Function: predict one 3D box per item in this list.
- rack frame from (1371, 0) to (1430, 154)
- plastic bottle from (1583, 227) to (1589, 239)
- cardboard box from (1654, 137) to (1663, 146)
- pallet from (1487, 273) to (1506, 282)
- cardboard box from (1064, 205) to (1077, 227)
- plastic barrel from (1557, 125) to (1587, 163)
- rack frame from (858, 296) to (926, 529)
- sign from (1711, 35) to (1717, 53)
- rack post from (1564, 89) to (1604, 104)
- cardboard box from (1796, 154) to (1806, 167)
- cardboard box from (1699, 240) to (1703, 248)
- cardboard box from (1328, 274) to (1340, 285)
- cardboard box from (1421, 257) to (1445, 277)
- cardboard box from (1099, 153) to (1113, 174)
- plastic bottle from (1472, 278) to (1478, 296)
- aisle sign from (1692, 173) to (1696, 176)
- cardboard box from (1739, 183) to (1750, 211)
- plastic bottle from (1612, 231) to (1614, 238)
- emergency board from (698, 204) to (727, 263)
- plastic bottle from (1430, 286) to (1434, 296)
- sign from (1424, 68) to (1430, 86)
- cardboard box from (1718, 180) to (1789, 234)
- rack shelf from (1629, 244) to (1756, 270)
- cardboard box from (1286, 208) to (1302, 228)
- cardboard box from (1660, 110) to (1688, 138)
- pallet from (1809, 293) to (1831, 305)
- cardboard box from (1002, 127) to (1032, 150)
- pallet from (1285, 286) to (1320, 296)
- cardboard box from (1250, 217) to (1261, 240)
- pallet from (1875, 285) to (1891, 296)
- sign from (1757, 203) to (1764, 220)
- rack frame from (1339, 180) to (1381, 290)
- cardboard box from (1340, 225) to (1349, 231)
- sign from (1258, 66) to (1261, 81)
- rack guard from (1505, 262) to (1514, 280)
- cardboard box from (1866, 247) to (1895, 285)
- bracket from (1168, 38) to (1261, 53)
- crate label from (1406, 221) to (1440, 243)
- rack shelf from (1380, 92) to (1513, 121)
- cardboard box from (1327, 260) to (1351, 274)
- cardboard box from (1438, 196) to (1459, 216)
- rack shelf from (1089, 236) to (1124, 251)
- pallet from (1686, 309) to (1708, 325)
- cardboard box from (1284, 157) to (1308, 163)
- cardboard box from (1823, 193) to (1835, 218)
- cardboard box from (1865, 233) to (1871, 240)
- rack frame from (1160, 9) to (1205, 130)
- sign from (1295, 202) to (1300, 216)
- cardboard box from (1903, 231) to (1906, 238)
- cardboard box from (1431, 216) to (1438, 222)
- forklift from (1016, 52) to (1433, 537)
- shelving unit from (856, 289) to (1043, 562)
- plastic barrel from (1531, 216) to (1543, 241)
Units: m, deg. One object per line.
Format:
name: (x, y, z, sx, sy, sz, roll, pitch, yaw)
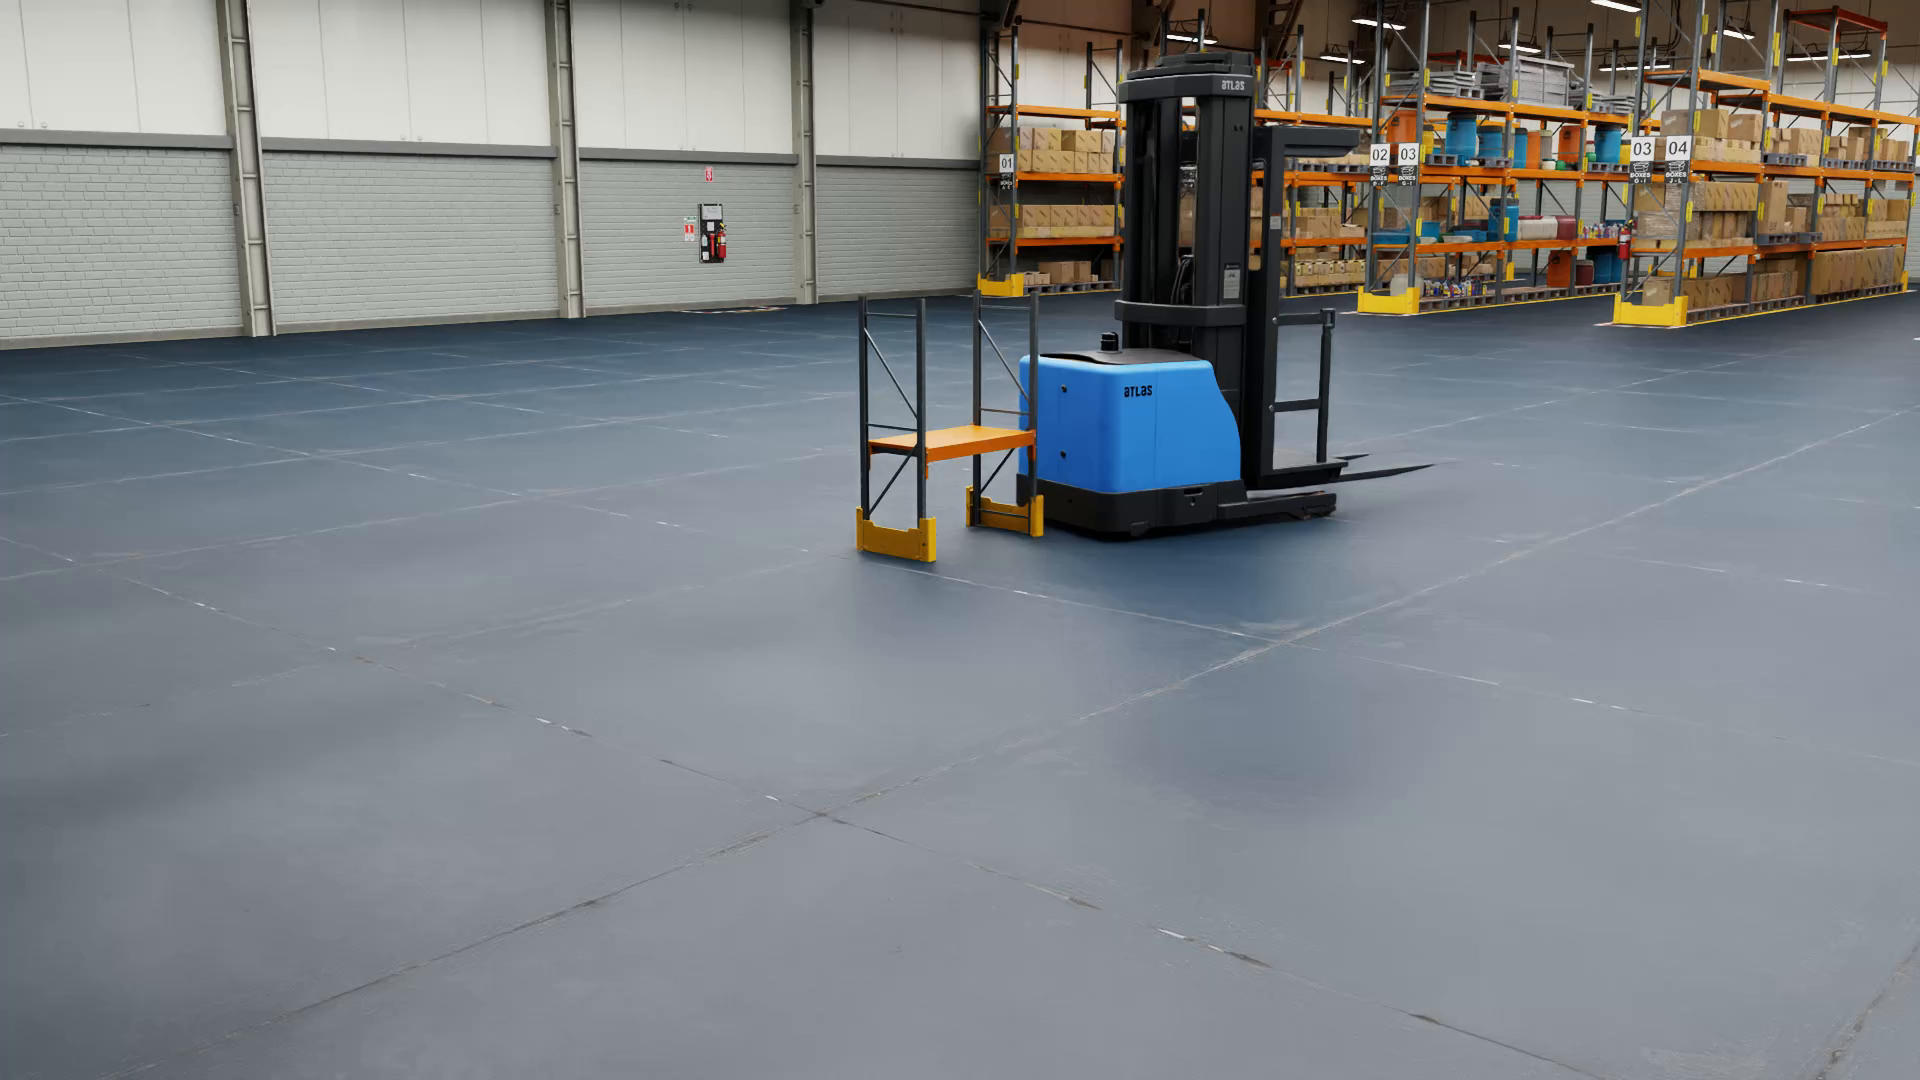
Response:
rack frame: (8.327, -8.834, 31.466, 1.000, 3.000, 0.127, 10, 15, 40)
plastic bottle: (14.442, -7.098, 38.409, 0.152, 0.276, 0.135, 10, 15, 40)
cardboard box: (11.996, -6.926, 28.936, 0.380, 0.149, 0.250, 10, 15, 40)
pallet: (14.594, -7.391, 46.678, 1.003, 0.211, 1.213, 10, 15, 40)
cardboard box: (2.437, -7.733, 39.685, 0.500, 0.500, 0.500, 10, 15, 42)
plastic barrel: (13.985, -9.040, 37.986, 0.600, 0.830, 0.708, 10, 15, 40)
rack frame: (-0.392, -0.648, 9.627, 0.500, 1.500, 0.032, 10, 15, 40)
sign: (14.267, -9.389, 31.454, 0.100, 0.325, 0.005, 10, 15, 40)
rack post: (14.055, -10.086, 37.927, 0.954, 0.300, 0.937, 10, 15, 40)
cardboard box: (16.548, -7.576, 33.210, 0.500, 0.250, 0.500, 10, 15, 42)
cardboard box: (12.920, -5.248, 29.471, 0.380, 0.149, 0.250, 10, 15, 40)
cardboard box: (8.716, -6.233, 39.707, 0.500, 0.250, 0.500, 10, 15, 41)
cardboard box: (12.419, -7.179, 43.755, 0.500, 0.500, 0.500, 10, 15, 40)
cardboard box: (3.376, -9.185, 40.574, 0.500, 0.500, 0.500, 10, 15, 42)
plastic bottle: (10.632, -5.237, 34.414, 0.144, 0.351, 0.185, 9, 14, 38)
aisle sign: (19.156, -9.494, 43.448, 0.394, 0.787, 0.004, 10, 15, 40)
cardboard box: (14.268, -6.350, 30.778, 0.500, 0.500, 0.500, 10, 15, 40)
plastic bottle: (15.512, -7.292, 39.570, 0.097, 0.201, 0.097, 0, 11, 0)
emergency board: (-4.923, -6.147, 33.327, 0.194, 1.169, 0.643, 10, 15, 40)
plastic bottle: (9.714, -5.132, 34.270, 0.097, 0.201, 0.097, 0, 11, 0)
sign: (8.737, -8.660, 31.127, 0.100, 0.325, 0.005, 10, 15, 40)
cardboard box: (15.317, -6.439, 32.189, 1.000, 1.000, 1.000, 10, 15, 41)
rack shelf: (13.368, -5.193, 30.391, 1.077, 0.370, 4.000, 10, 15, 40)
cardboard box: (9.177, -9.163, 47.666, 0.980, 0.700, 0.700, 10, 15, 41)
cardboard box: (12.880, -7.424, 29.771, 0.500, 0.500, 0.500, 10, 15, 40)
pallet: (17.905, -5.168, 35.545, 1.003, 0.211, 1.213, 10, 15, 40)
cardboard box: (1.322, -9.219, 38.190, 0.500, 0.500, 0.500, 8, 14, 36)
pallet: (7.706, -5.868, 39.050, 1.003, 0.211, 1.213, 10, 15, 40)
cardboard box: (6.283, -6.953, 37.109, 0.700, 0.500, 0.500, 10, 15, 41)
pallet: (21.335, -5.932, 39.372, 1.003, 0.211, 1.213, 10, 15, 40)
sign: (15.100, -6.196, 31.364, 0.100, 0.325, 0.005, 10, 15, 40)
rack frame: (9.889, -7.710, 41.156, 1.000, 3.000, 0.127, 10, 15, 40)
cardboard box: (9.153, -7.560, 40.631, 0.500, 0.311, 0.500, 10, 15, 40)
sign: (6.833, -10.629, 37.865, 0.100, 0.325, 0.005, 10, 15, 40)
rack guard: (15.120, -7.650, 47.238, 1.175, 0.500, 0.348, 10, 15, 40)
cardboard box: (21.646, -6.532, 39.607, 0.875, 0.875, 0.875, 10, 15, 40)
bracket: (6.899, -13.372, 44.996, 0.076, 0.066, 4.783, 10, 15, 40)
crate label: (9.339, -6.215, 33.581, 0.502, 0.435, 0.616, 10, 15, 40)
rack shelf: (9.647, -8.579, 33.049, 1.077, 0.370, 4.000, 10, 15, 40)
cardboard box: (9.055, -6.583, 40.027, 0.500, 0.311, 0.500, 10, 15, 40)
cardboard box: (13.052, -8.871, 44.159, 0.500, 0.500, 0.500, 10, 15, 42)
rack shelf: (4.846, -7.703, 42.957, 1.077, 0.370, 4.000, 10, 15, 40)
pallet: (12.660, -4.011, 29.752, 1.003, 0.211, 1.213, 10, 15, 40)
cardboard box: (7.663, -8.814, 38.337, 0.500, 0.250, 0.500, -10, 15, -42)
cardboard box: (18.255, -7.171, 35.639, 0.797, 0.503, 0.637, 10, 15, 42)
cardboard box: (20.414, -6.895, 37.714, 0.380, 0.149, 0.250, 10, 15, 40)
rack frame: (4.608, -9.475, 34.675, 1.000, 3.000, 0.127, 10, 15, 40)
sign: (7.667, -7.514, 37.759, 0.100, 0.325, 0.005, 10, 15, 40)
cardboard box: (22.621, -7.388, 40.182, 0.380, 0.149, 0.250, 10, 15, 41)
cardboard box: (12.667, -8.454, 44.627, 0.500, 0.500, 0.500, 10, 15, 41)
forklift: (1.886, -1.649, 10.982, 3.031, 2.935, 1.130, -7, 13, -31)
shelving unit: (-0.050, -0.724, 10.008, 0.587, 1.500, 1.083, 10, 15, 40)
plastic barrel: (12.533, -6.831, 36.409, 0.433, 0.535, 0.433, 0, 11, 0)
